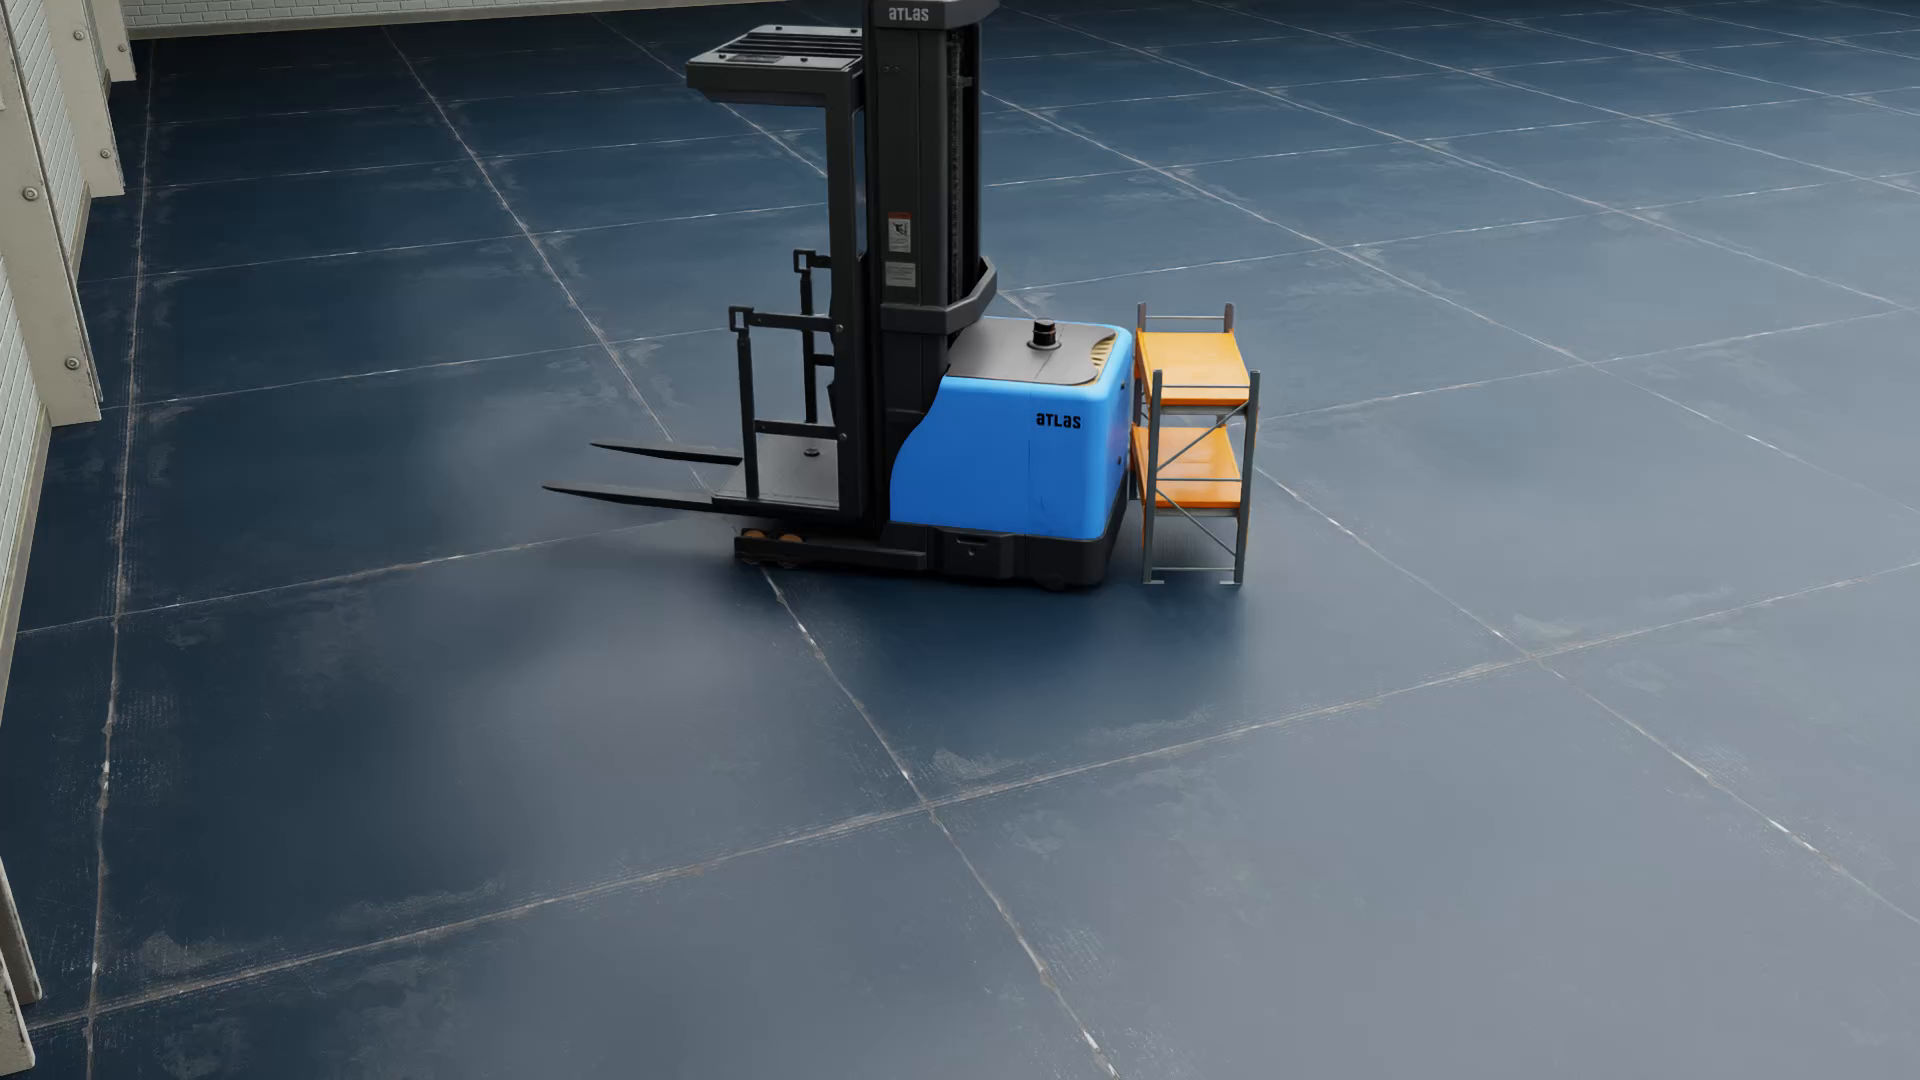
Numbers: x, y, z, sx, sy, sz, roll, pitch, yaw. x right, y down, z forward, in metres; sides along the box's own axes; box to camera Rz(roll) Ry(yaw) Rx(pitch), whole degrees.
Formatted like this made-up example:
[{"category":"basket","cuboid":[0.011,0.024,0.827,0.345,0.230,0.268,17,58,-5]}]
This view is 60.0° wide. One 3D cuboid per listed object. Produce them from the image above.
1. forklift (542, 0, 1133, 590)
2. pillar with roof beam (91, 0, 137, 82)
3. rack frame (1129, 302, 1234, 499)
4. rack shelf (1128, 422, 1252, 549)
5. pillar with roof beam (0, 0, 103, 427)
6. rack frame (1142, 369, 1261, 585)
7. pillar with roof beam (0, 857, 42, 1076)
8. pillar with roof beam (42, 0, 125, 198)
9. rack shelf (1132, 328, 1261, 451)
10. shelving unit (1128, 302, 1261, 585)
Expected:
[{"category":"forklift","cuboid":[-0.673,-1.395,8.267,3.031,2.935,1.130,6,27,12]},{"category":"pillar with roof beam","cuboid":[-6.262,-10.422,19.838,9.100,9.000,0.400,-11,28,-21]},{"category":"rack frame","cuboid":[1.187,-0.735,8.974,0.500,1.125,0.032,1,26,1]},{"category":"rack shelf","cuboid":[1.173,-0.293,8.625,0.538,0.278,1.000,1,26,1]},{"category":"pillar with roof beam","cuboid":[-1.563,-5.577,9.916,9.100,9.000,0.400,-11,28,-21]},{"category":"rack frame","cuboid":[1.160,-0.289,8.061,0.500,1.125,0.032,1,26,1]},{"category":"pillar with roof beam","cuboid":[0.787,-3.155,4.955,9.100,9.000,0.400,-11,28,-21]},{"category":"pillar with roof beam","cuboid":[-3.913,-7.999,14.877,9.100,9.000,0.400,-11,28,-21]},{"category":"rack shelf","cuboid":[1.173,-0.775,8.389,0.538,0.278,1.000,1,26,1]},{"category":"shelving unit","cuboid":[1.173,-0.512,8.517,0.538,1.125,1.048,1,26,1]}]
